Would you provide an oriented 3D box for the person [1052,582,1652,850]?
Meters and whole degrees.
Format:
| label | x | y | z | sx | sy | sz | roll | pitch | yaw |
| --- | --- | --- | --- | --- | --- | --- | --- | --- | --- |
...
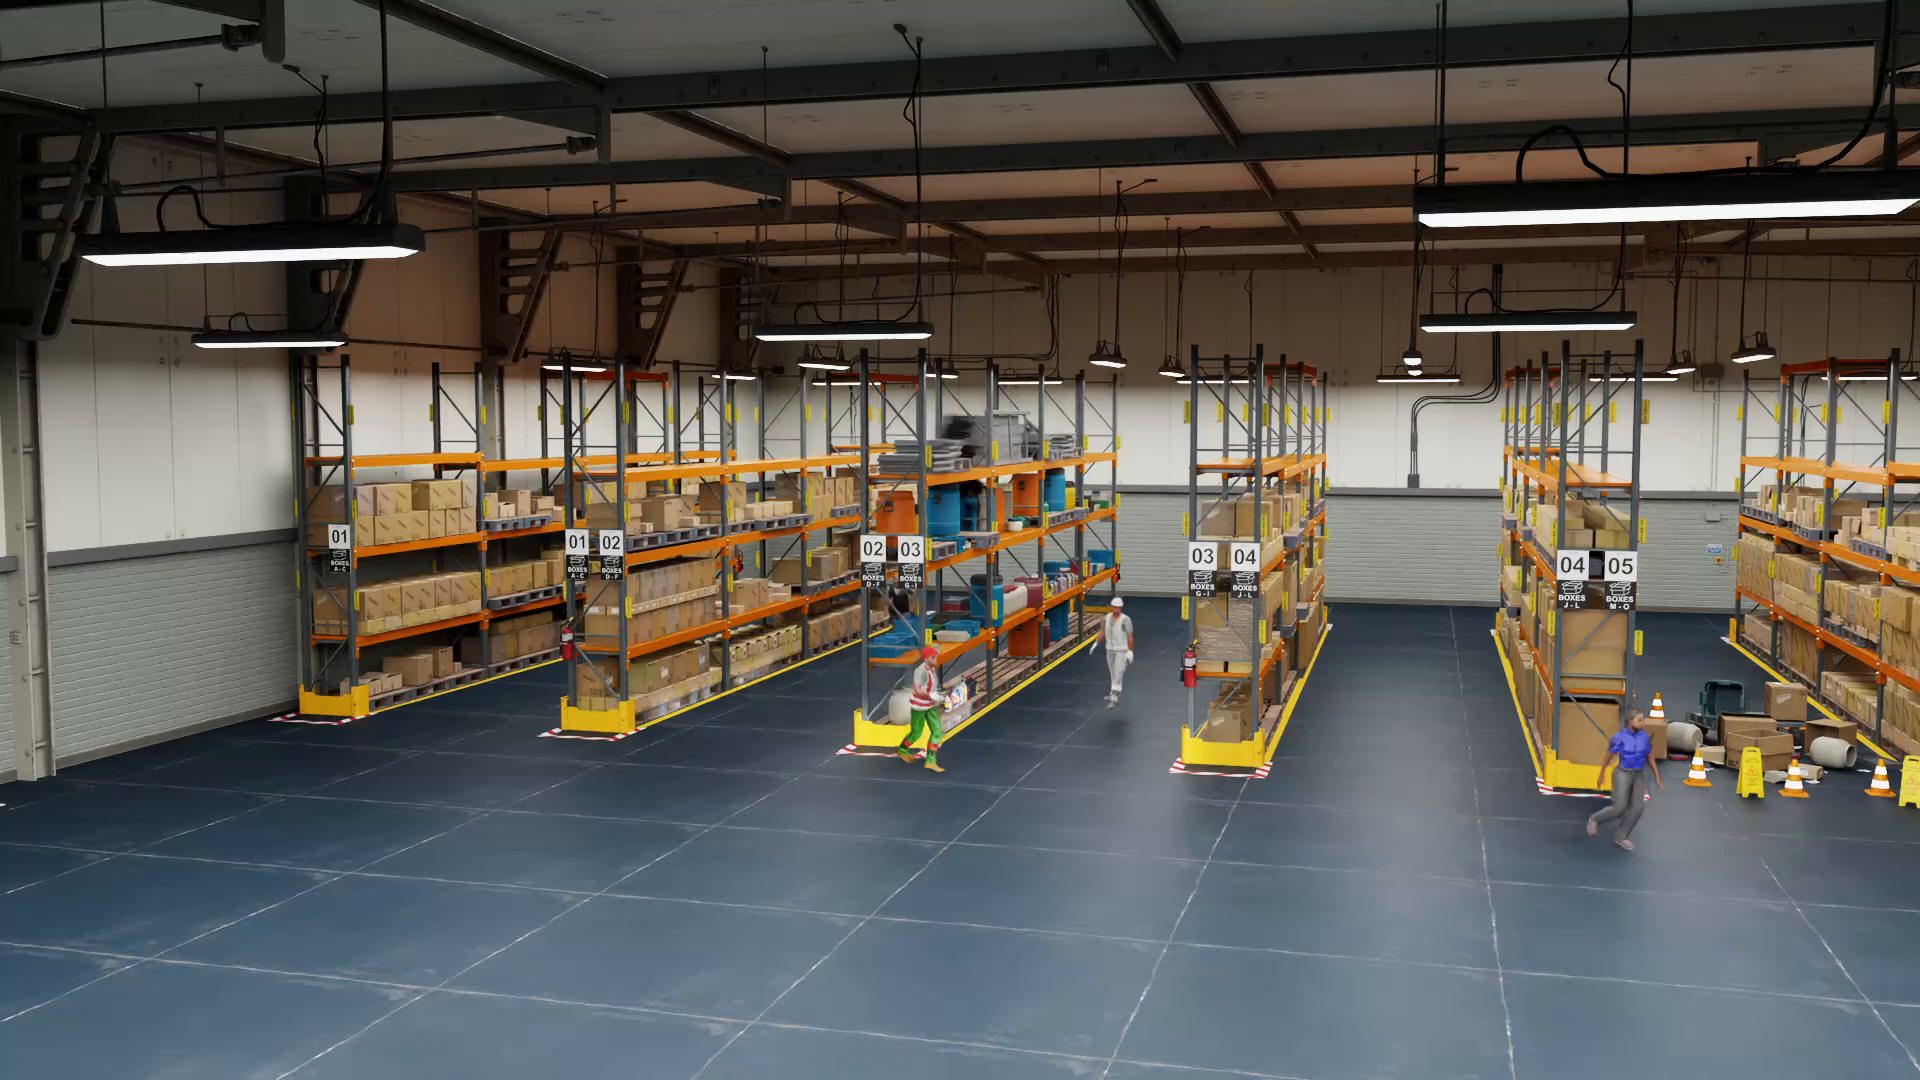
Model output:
| label | x | y | z | sx | sy | sz | roll | pitch | yaw |
| --- | --- | --- | --- | --- | --- | --- | --- | --- | --- |
| person | 4.938 | 2.219 | 26.740 | 1.419 | 1.591 | 16.407 | -1 | 4 | -17 |

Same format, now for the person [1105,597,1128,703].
| label | x | y | z | sx | sy | sz | roll | pitch | yaw |
| --- | --- | --- | --- | --- | --- | --- | --- | --- | --- |
| person | 2.548 | 1.774 | 27.067 | 0.481 | 1.718 | 0.616 | 4 | 6 | 43 |

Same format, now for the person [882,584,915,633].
| label | x | y | z | sx | sy | sz | roll | pitch | yaw |
| --- | --- | --- | --- | --- | --- | --- | --- | --- | --- |
| person | -1.274 | 1.647 | 34.488 | 0.620 | 1.581 | 0.826 | 1 | 4 | 13 |

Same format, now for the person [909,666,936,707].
| label | x | y | z | sx | sy | sz | roll | pitch | yaw |
| --- | --- | --- | --- | --- | --- | --- | --- | --- | --- |
| person | -0.496 | 2.033 | 23.346 | 0.371 | 0.584 | 0.410 | 3 | 5 | 33 |
